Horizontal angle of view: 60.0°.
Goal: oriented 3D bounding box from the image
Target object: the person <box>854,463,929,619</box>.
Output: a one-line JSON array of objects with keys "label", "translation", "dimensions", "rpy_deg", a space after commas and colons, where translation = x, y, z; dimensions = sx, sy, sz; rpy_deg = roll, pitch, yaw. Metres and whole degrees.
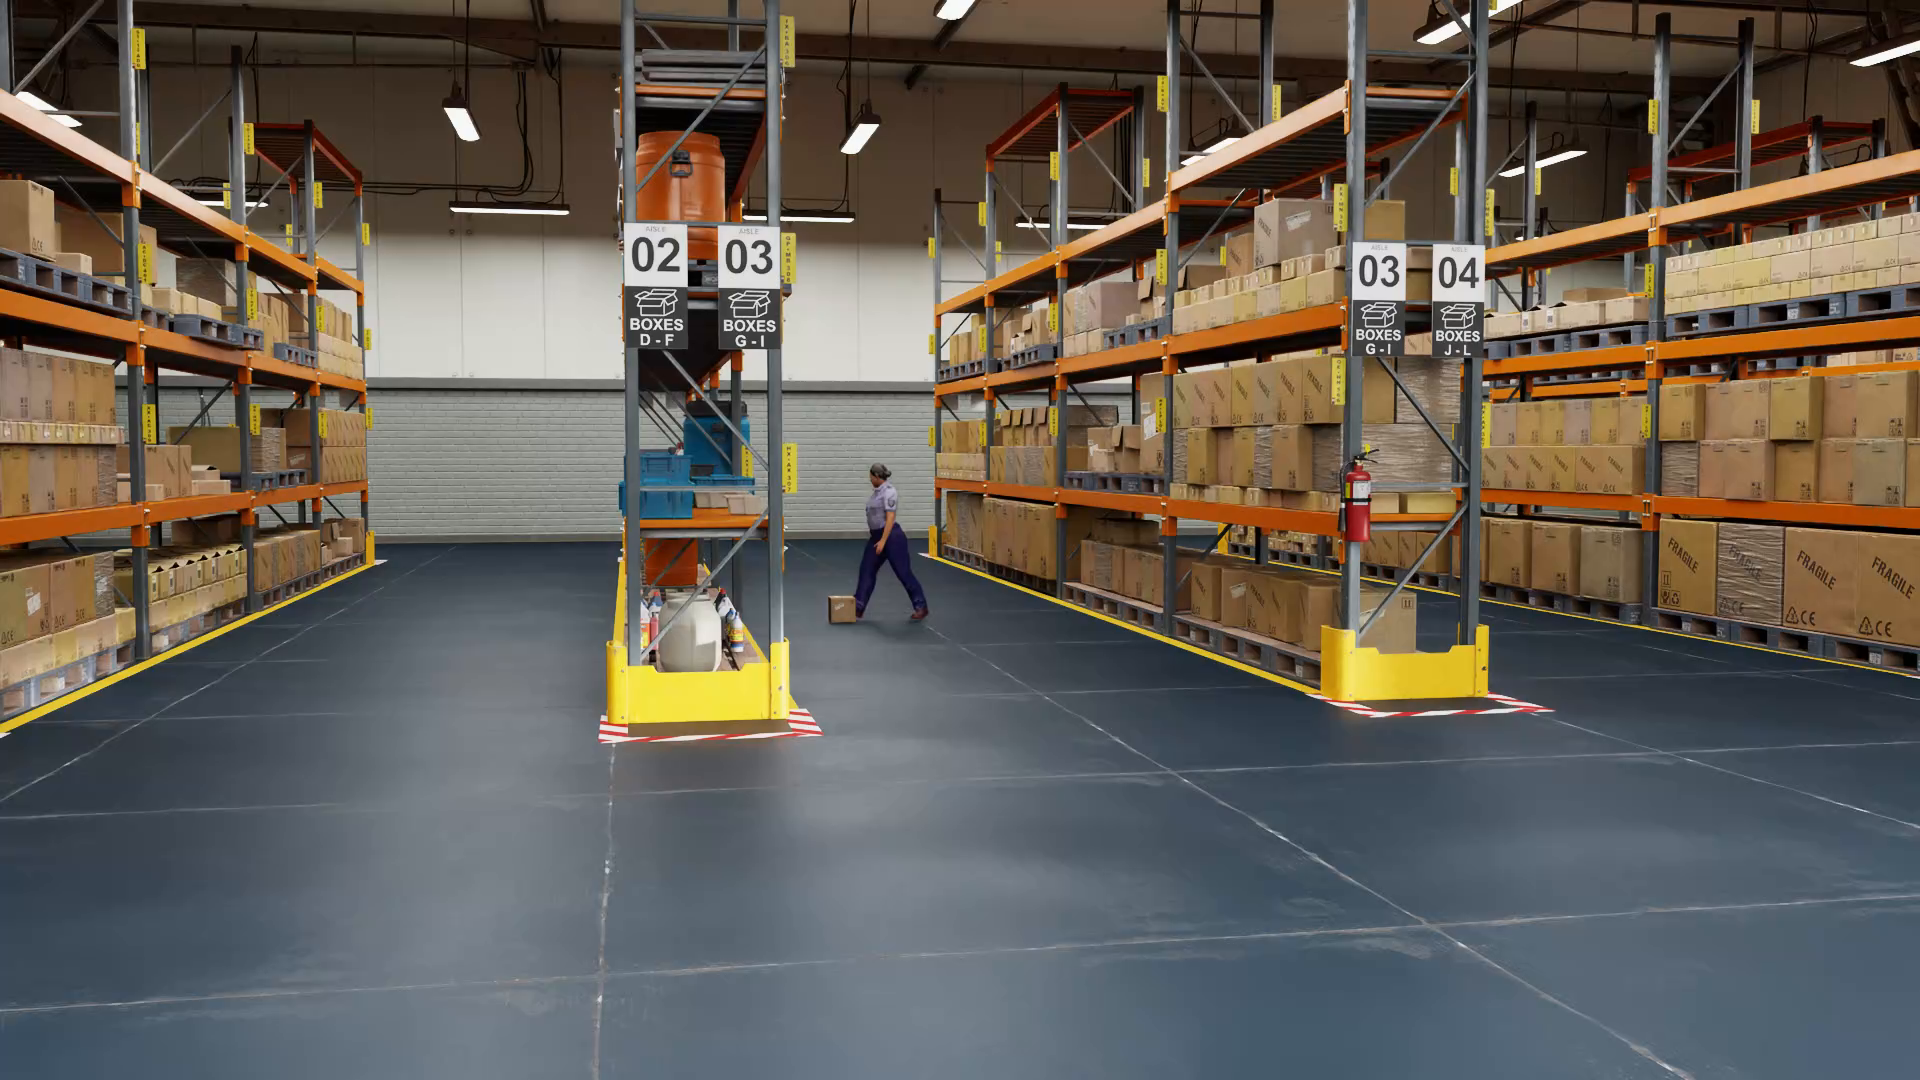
[{"label": "person", "translation": [-0.781, 0.013, 17.070], "dimensions": [0.873, 1.608, 0.639], "rpy_deg": [-2, 4, -29]}]
